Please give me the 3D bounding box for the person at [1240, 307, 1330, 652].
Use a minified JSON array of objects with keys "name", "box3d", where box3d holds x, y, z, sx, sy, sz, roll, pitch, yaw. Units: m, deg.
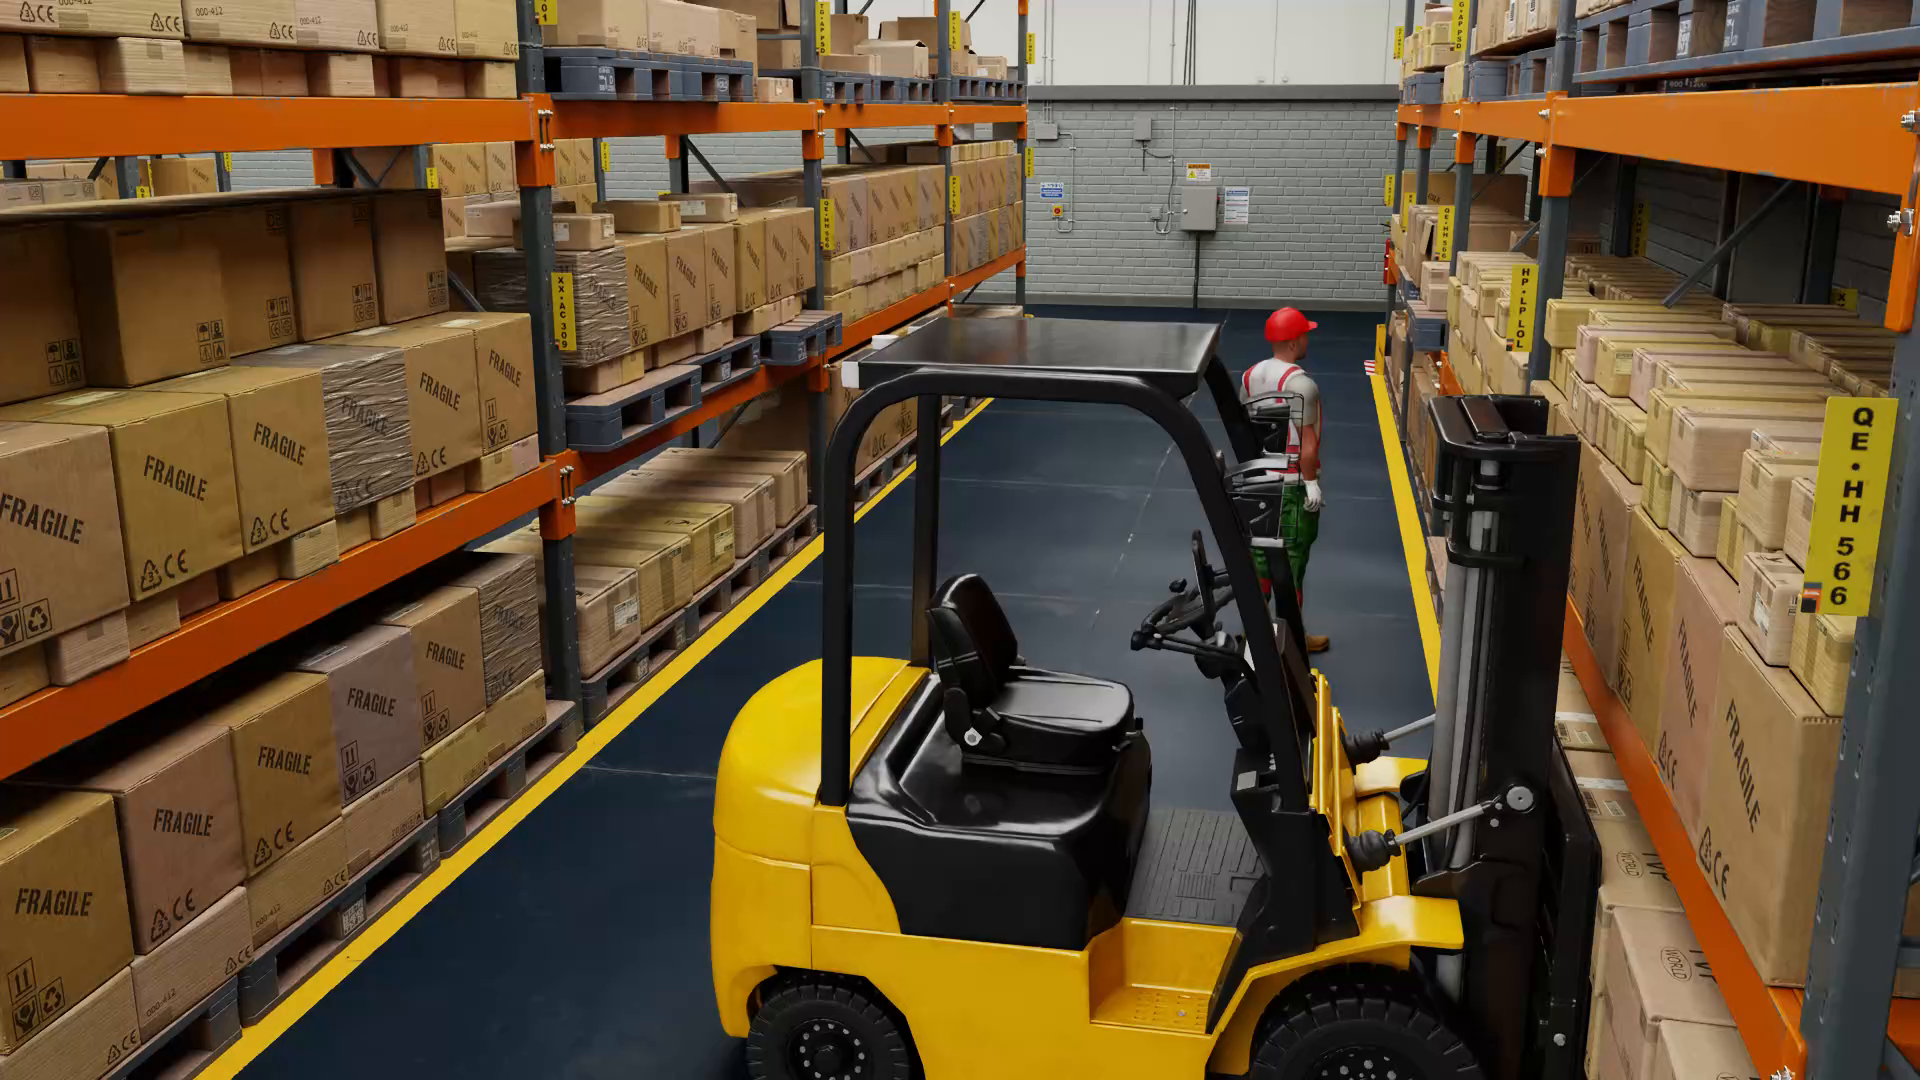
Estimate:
[{"name":"person","box3d":[1.705,-0.316,8.675,0.373,1.795,0.544,-8,17,-28]}]
